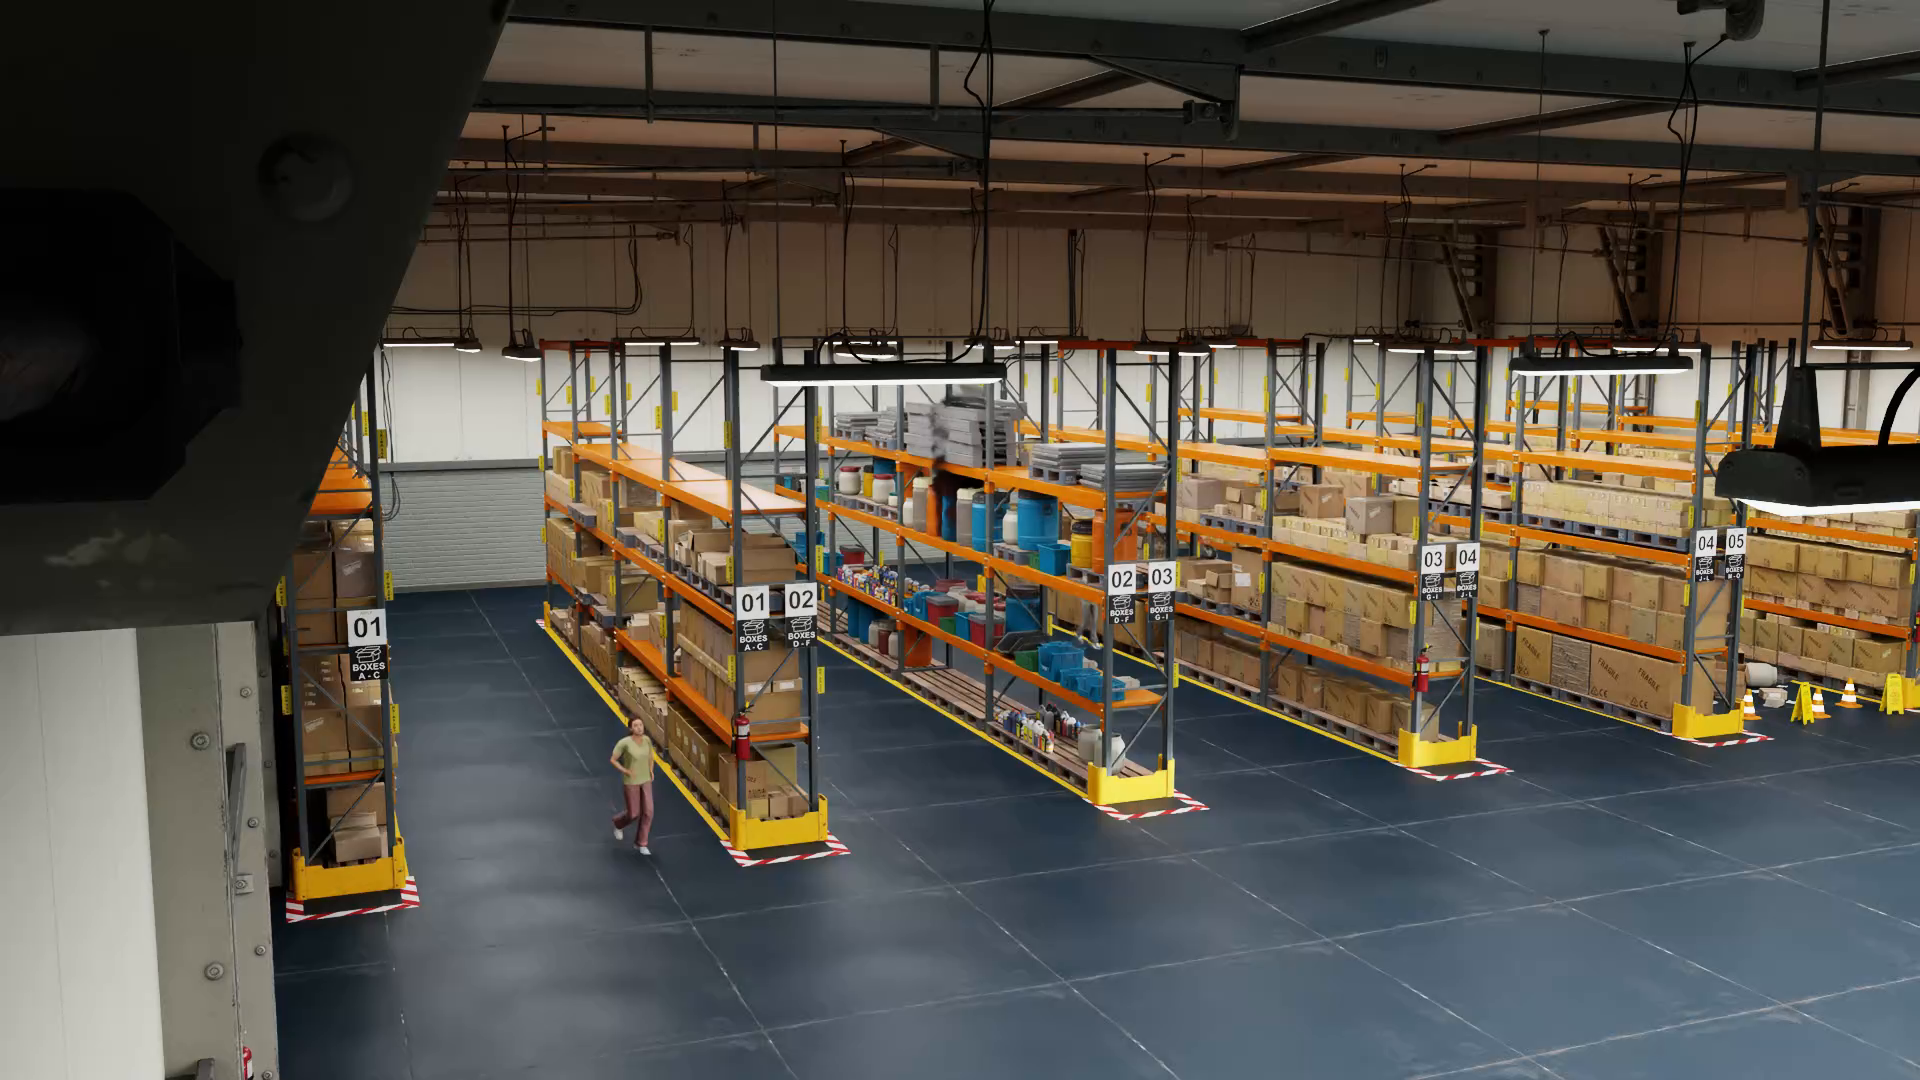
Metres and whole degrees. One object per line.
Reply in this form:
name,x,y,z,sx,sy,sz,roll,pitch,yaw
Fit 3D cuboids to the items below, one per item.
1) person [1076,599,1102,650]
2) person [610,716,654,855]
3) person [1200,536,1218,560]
person,2.427,1.264,31.075,0.539,1.506,0.756,-4,9,-29
person,-3.935,2.935,20.087,0.594,1.670,0.678,-6,10,-38
person,5.394,0.745,36.217,0.666,1.670,1.066,-2,8,-13
